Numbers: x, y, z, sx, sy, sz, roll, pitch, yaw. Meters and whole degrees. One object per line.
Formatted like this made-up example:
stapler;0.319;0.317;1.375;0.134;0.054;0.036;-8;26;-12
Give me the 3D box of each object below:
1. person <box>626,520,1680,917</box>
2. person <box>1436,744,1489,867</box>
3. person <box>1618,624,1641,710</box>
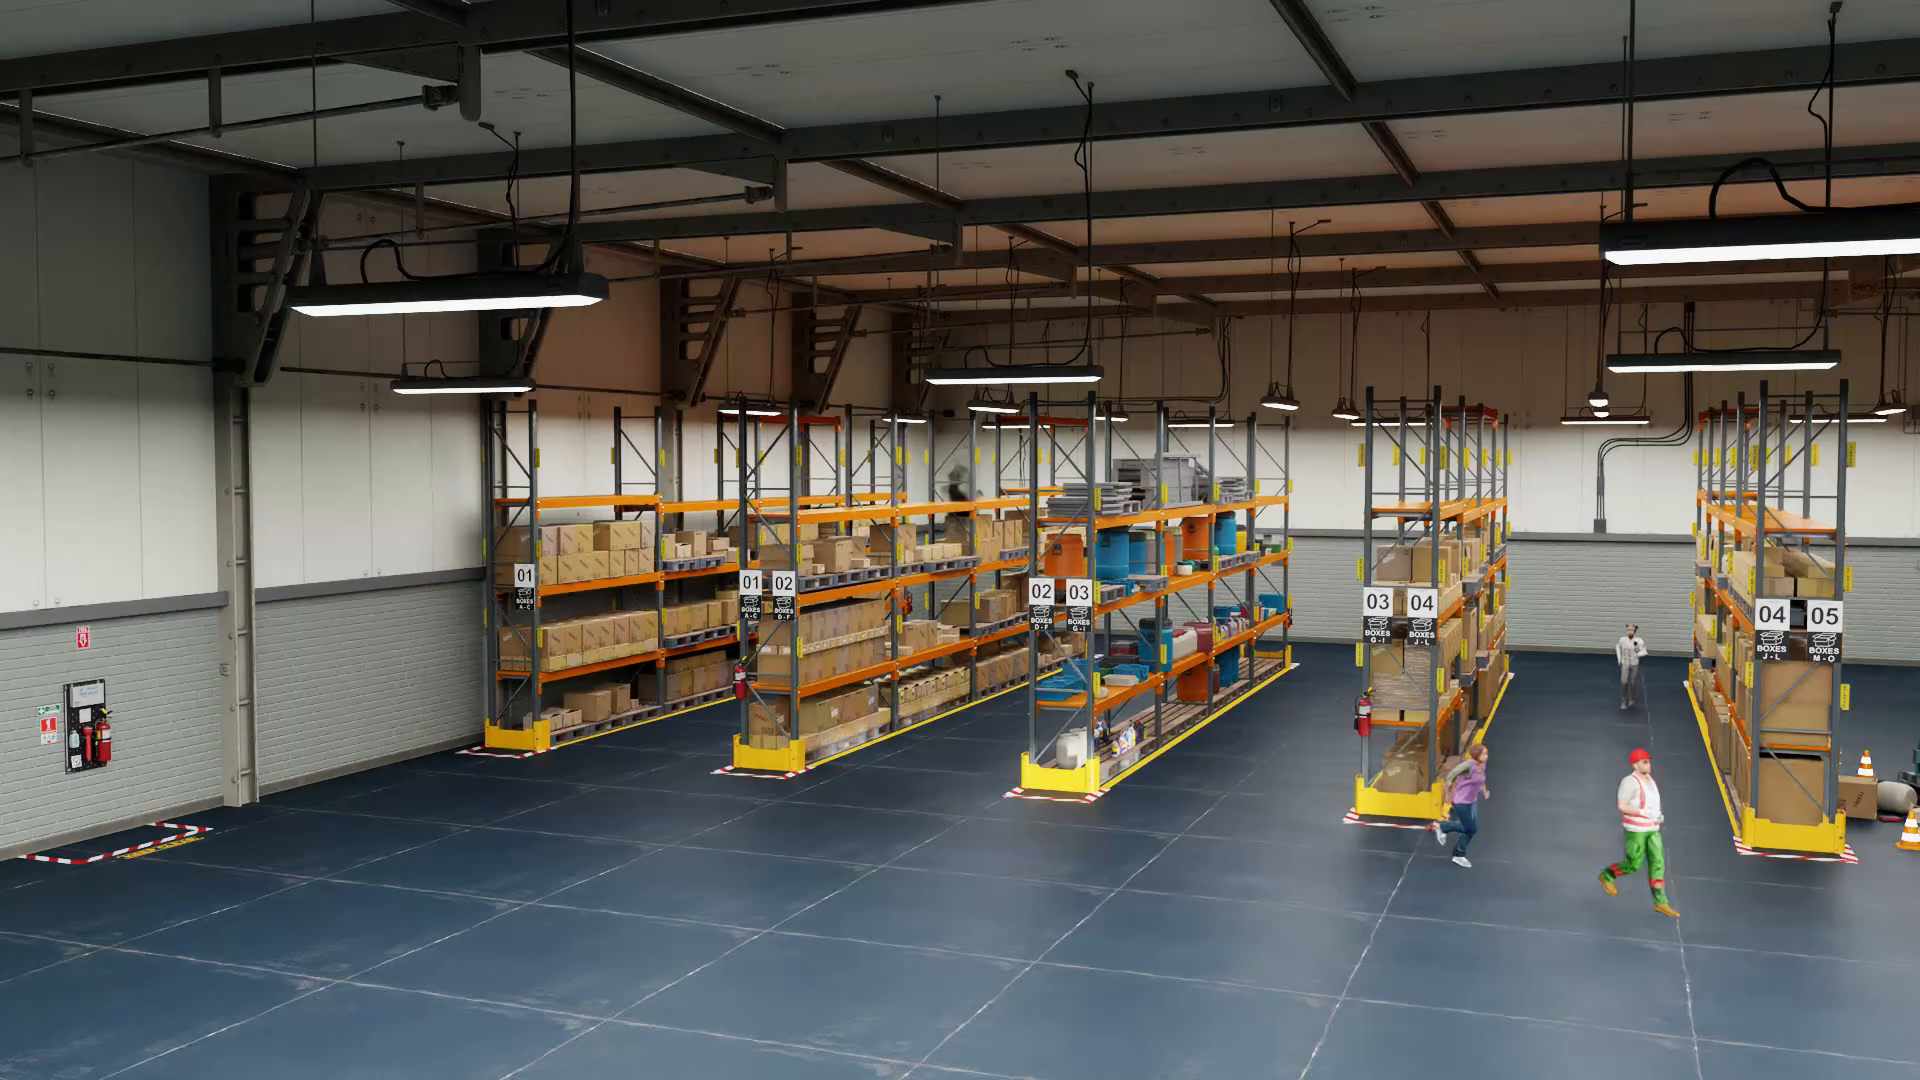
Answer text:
person;0.686;1.855;24.962;5.645;3.778;19.439;-2;3;-30
person;6.202;3.245;20.523;0.531;1.535;0.684;-2;4;-41
person;13.384;2.533;33.240;0.436;1.751;0.727;1;3;25
